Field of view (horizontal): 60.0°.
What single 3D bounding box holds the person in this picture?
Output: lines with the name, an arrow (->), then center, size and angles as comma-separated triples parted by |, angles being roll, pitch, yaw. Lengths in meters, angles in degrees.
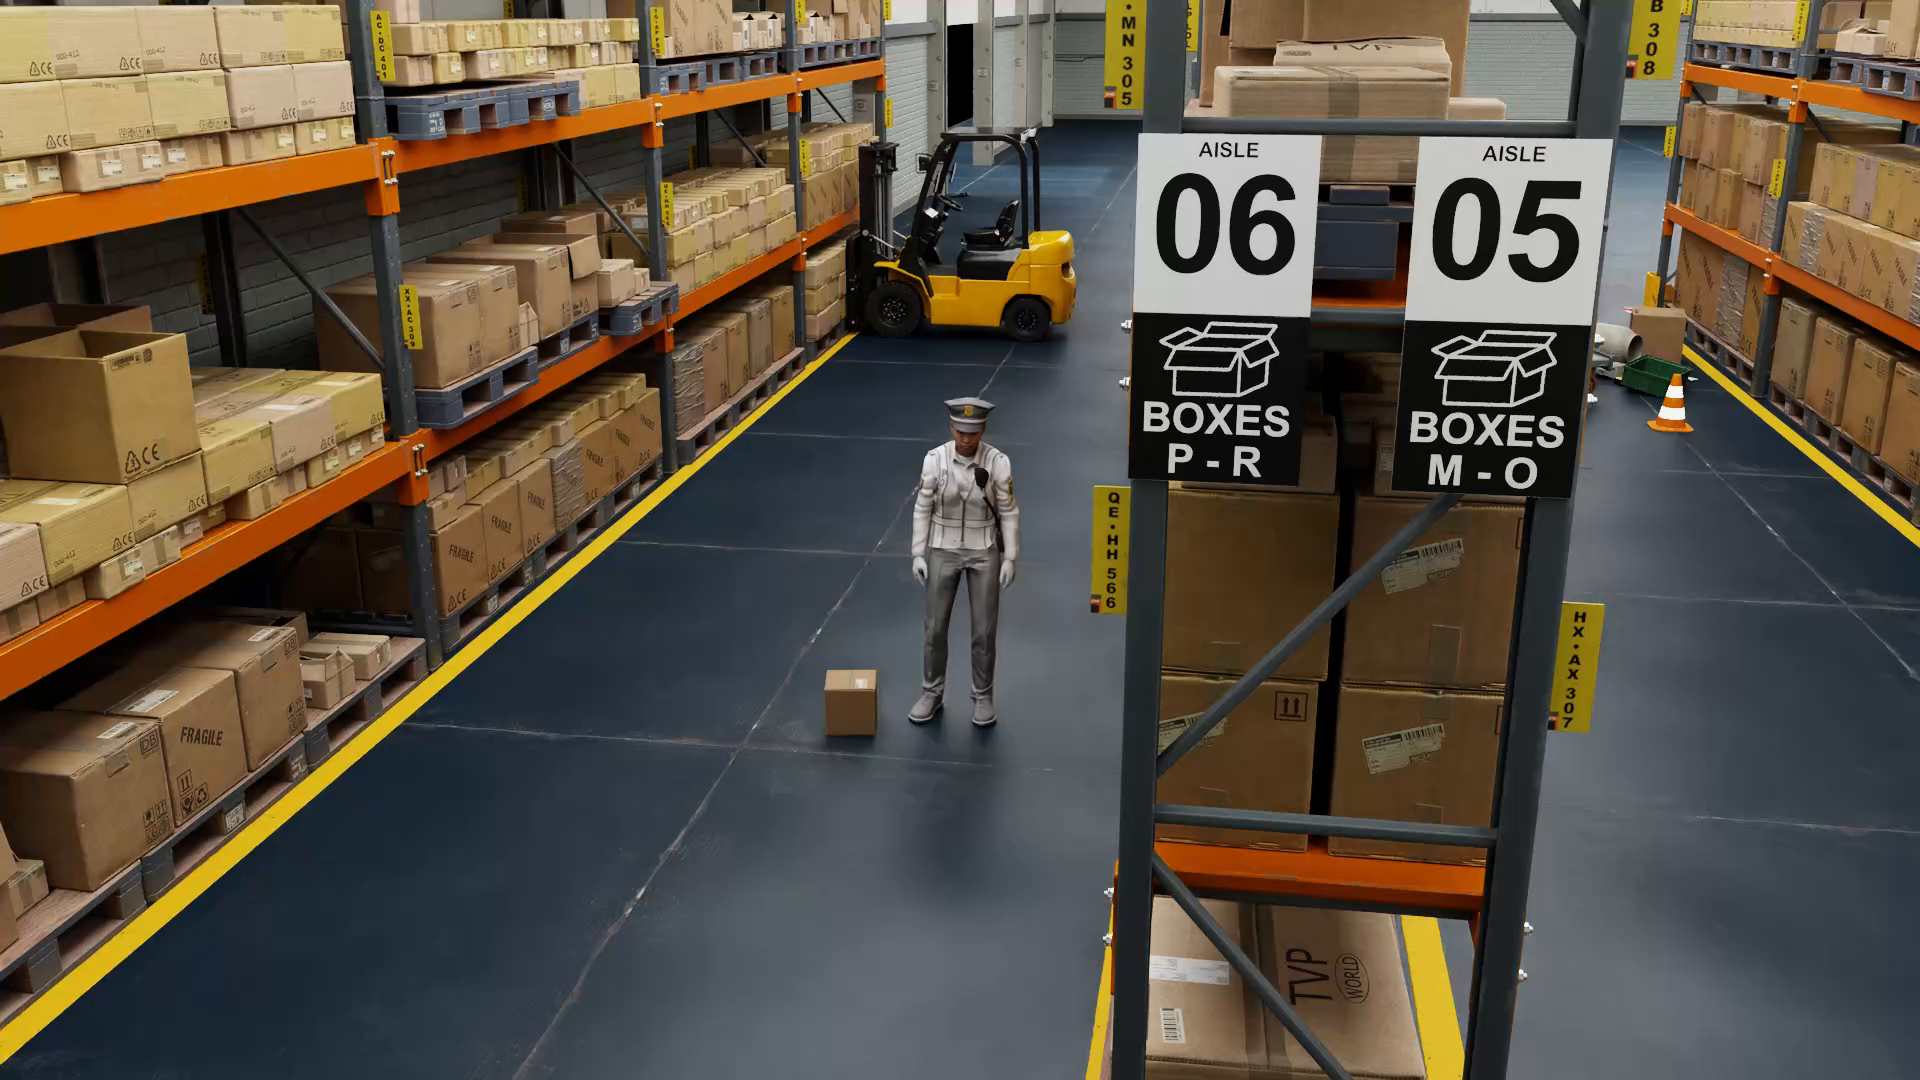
person -> 0.020, 0.100, 8.242 | 0.547, 1.663, 0.346 | 2, 18, 5
